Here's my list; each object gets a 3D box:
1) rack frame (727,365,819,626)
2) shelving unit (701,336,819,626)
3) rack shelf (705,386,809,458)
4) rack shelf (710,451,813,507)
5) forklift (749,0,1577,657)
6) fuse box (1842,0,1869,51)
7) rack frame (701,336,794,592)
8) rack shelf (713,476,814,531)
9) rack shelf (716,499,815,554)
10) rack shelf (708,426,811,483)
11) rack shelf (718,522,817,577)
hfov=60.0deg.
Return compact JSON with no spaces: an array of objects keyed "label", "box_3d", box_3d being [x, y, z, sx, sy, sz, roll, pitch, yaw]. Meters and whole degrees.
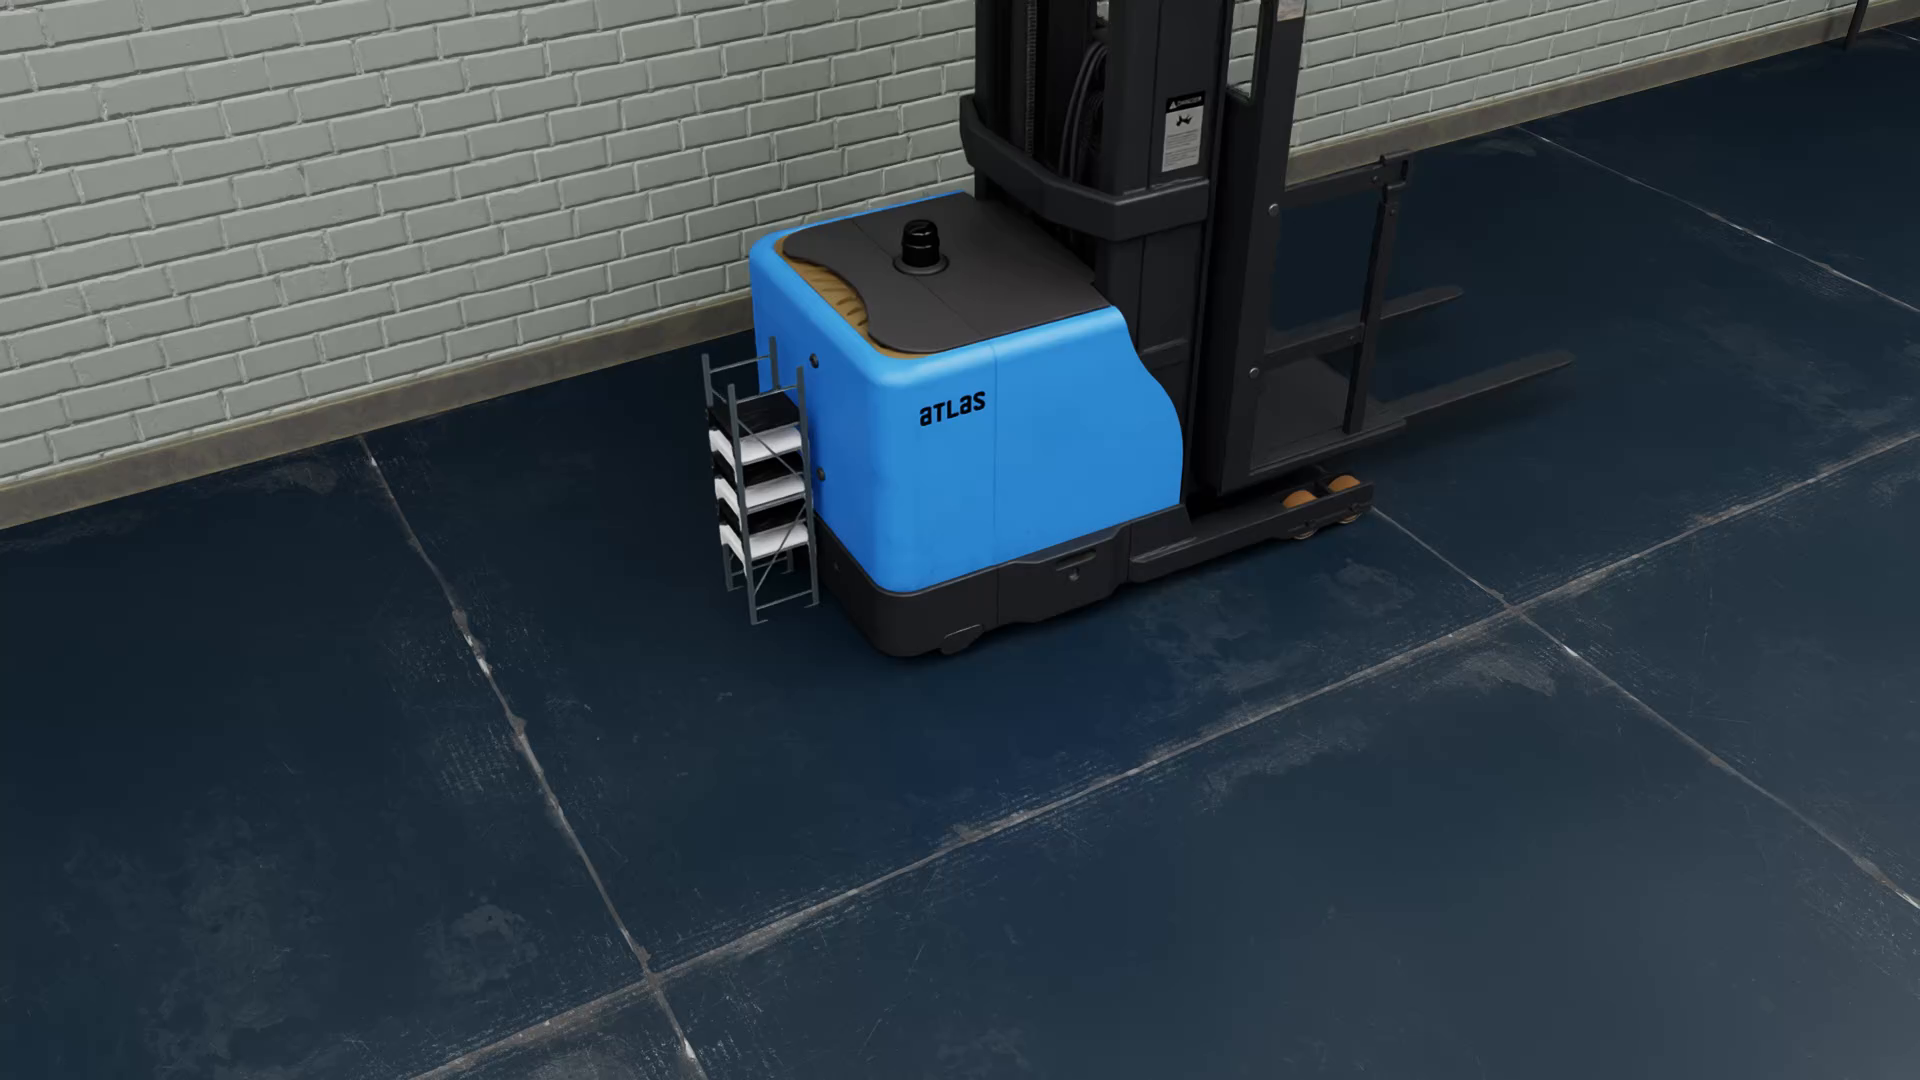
[{"label":"rack frame","box_3d":[-0.570,-0.120,5.151,0.240,0.900,0.006,-18,40,-23]},{"label":"shelving unit","box_3d":[-0.619,-0.173,5.223,0.258,0.900,0.210,-18,40,-23]},{"label":"rack shelf","box_3d":[-0.620,-0.364,5.083,0.258,0.077,0.200,-18,40,-23]},{"label":"rack shelf","box_3d":[-0.619,-0.219,5.190,0.258,0.077,0.200,-18,40,-23]},{"label":"forklift","box_3d":[0.861,-1.442,5.239,3.031,2.935,1.130,-18,40,-23]},{"label":"fuse box","box_3d":[5.184,-3.528,9.129,0.539,1.711,0.414,-19,40,-24]},{"label":"rack frame","box_3d":[-0.668,-0.226,5.295,0.240,0.900,0.006,-18,40,-23]},{"label":"rack shelf","box_3d":[-0.619,-0.146,5.243,0.258,0.077,0.200,-18,40,-23]},{"label":"rack shelf","box_3d":[-0.619,-0.074,5.296,0.258,0.077,0.200,-18,40,-23]},{"label":"rack shelf","box_3d":[-0.619,-0.291,5.136,0.258,0.077,0.200,-18,40,-23]},{"label":"rack shelf","box_3d":[-0.618,-0.001,5.349,0.258,0.077,0.200,-18,40,-23]}]
